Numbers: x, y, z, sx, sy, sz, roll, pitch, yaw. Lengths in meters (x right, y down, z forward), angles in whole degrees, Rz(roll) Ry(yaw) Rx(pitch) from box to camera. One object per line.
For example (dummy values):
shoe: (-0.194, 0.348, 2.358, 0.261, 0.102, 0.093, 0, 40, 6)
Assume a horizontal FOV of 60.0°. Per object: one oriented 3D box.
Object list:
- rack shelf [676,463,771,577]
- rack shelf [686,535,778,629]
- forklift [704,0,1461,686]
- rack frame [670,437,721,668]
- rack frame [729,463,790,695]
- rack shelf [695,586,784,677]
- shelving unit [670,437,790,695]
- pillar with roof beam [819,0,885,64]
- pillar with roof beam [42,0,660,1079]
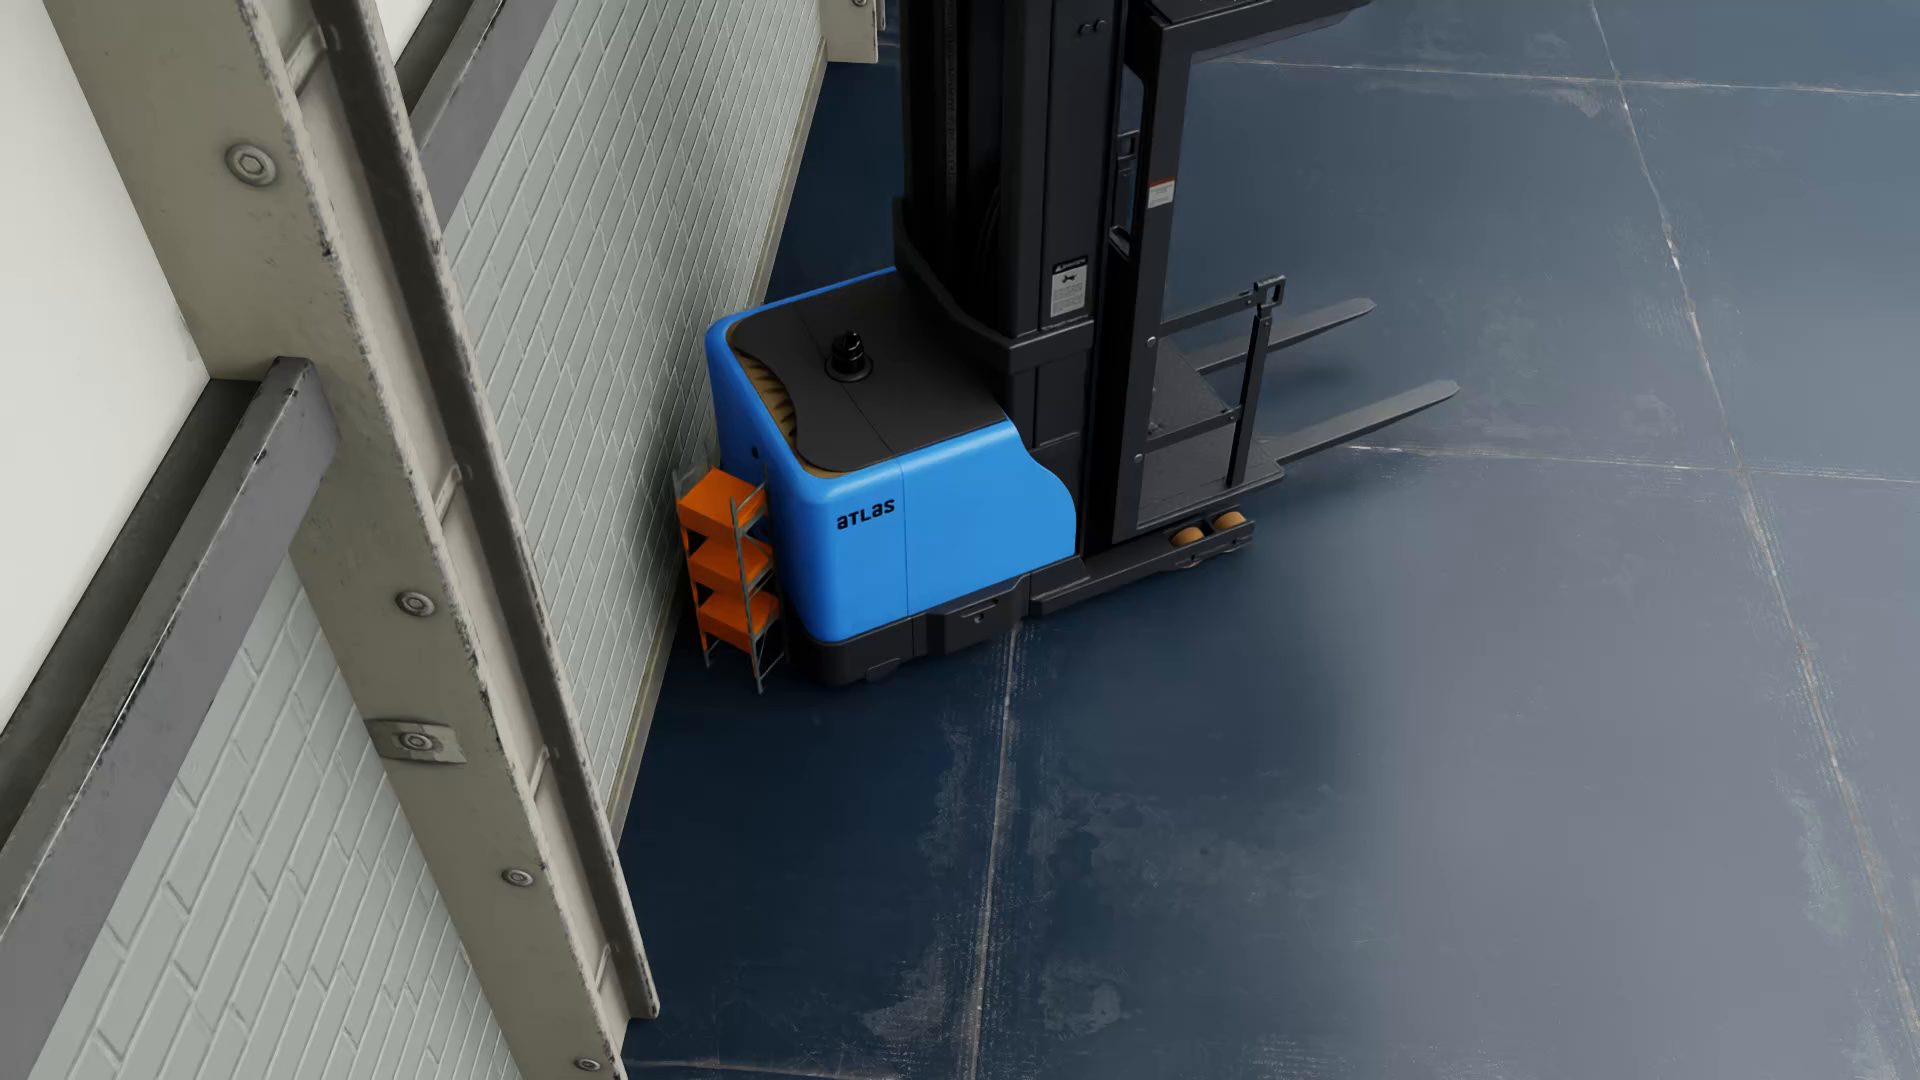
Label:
rack shelf: (-0.805, -0.070, 5.732, 0.240, 0.259, 0.215, 24, 52, 21)
rack shelf: (-0.805, 0.122, 5.942, 0.240, 0.259, 0.215, 24, 52, 21)
forklift: (0.614, -1.211, 5.871, 3.031, 2.935, 1.130, -20, 51, -17)
rack frame: (-0.909, 0.068, 5.977, 0.008, 1.050, 0.200, 24, 52, 21)
rack frame: (-0.701, 0.161, 5.891, 0.008, 1.050, 0.200, 24, 52, 21)
rack shelf: (-0.805, 0.309, 6.147, 0.240, 0.259, 0.215, 24, 52, 21)
shelving unit: (-0.805, 0.114, 5.934, 0.252, 1.050, 0.215, 24, 52, 21)
pillar with roof beam: (3.693, -5.525, 5.705, 9.100, 9.000, 0.400, 4, 48, 4)
pillar with roof beam: (3.146, -1.116, 1.672, 9.100, 9.000, 0.400, 4, 48, 4)
